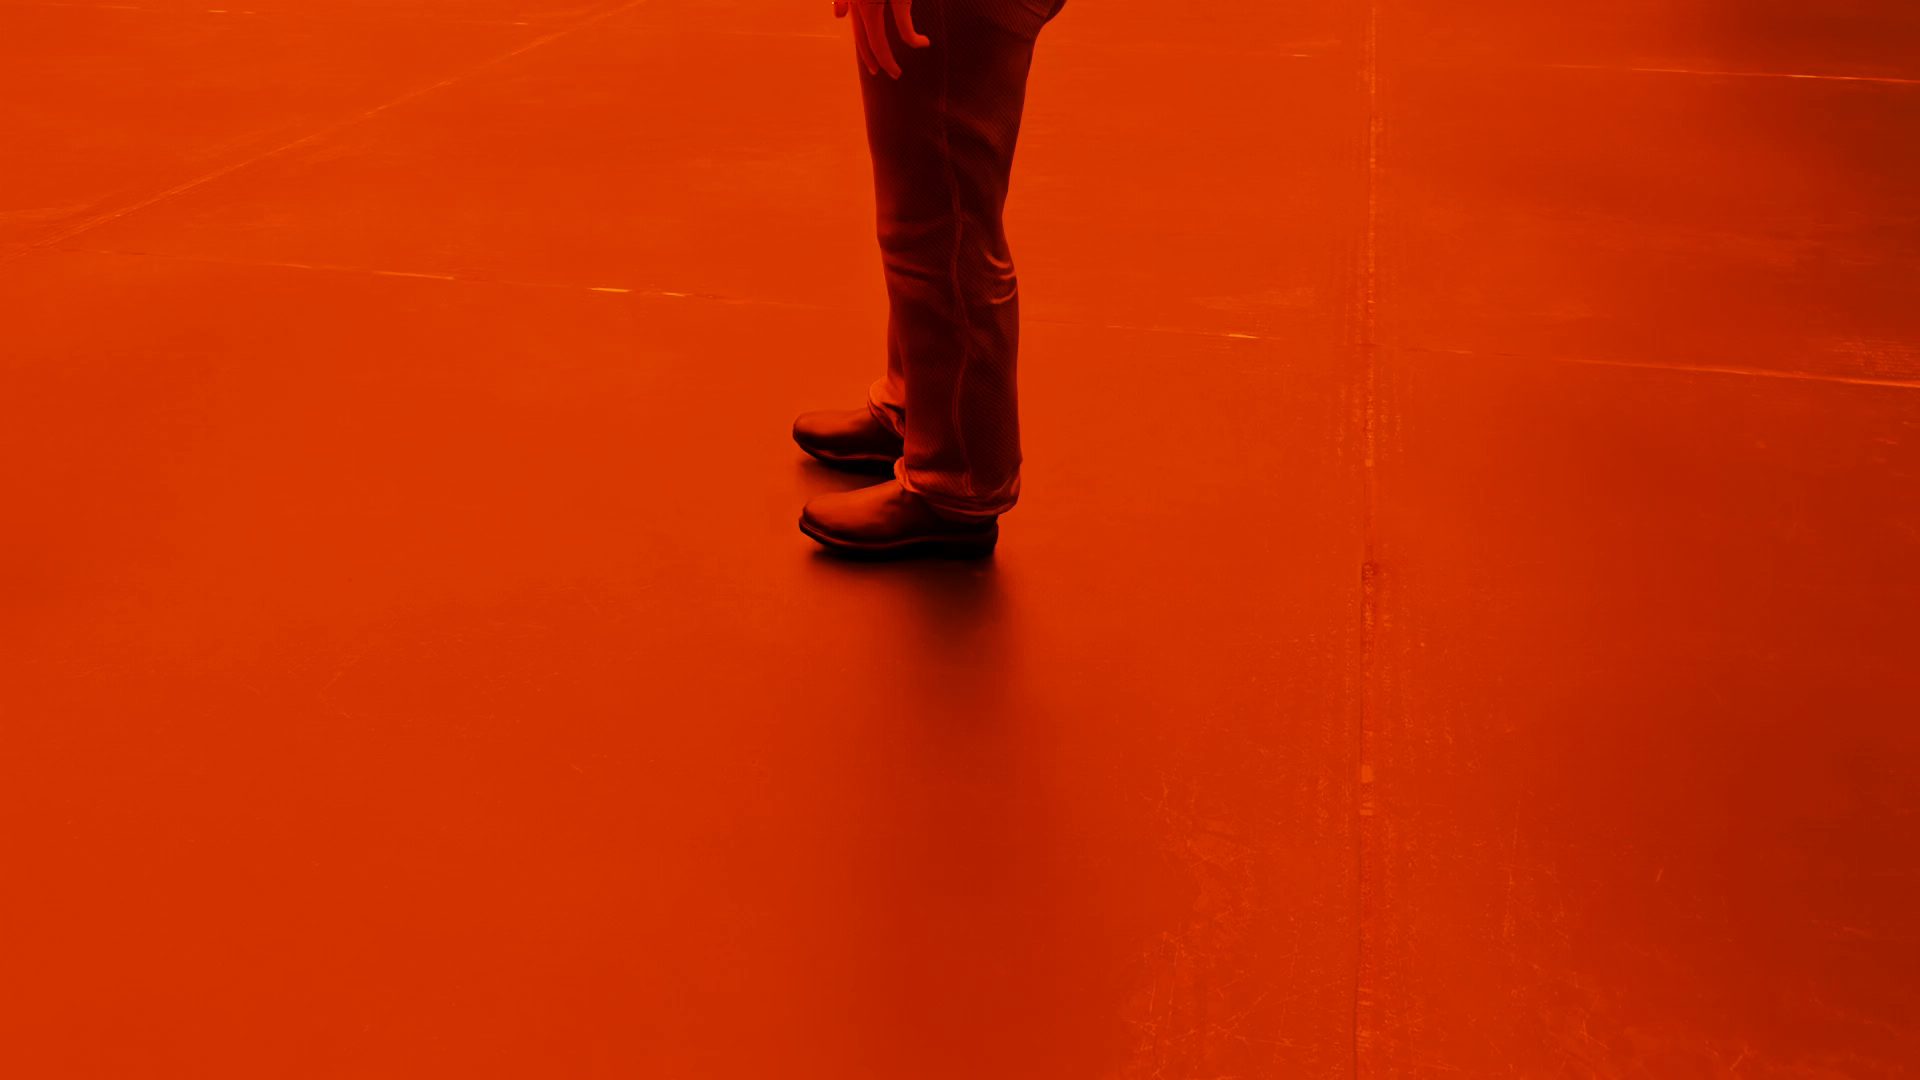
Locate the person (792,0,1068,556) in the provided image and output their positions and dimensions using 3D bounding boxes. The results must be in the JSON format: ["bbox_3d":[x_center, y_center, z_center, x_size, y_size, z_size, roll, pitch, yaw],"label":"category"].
[{"bbox_3d":[-0.060,-0.784,2.128,0.566,1.722,0.633,6,27,11],"label":"person"}]
